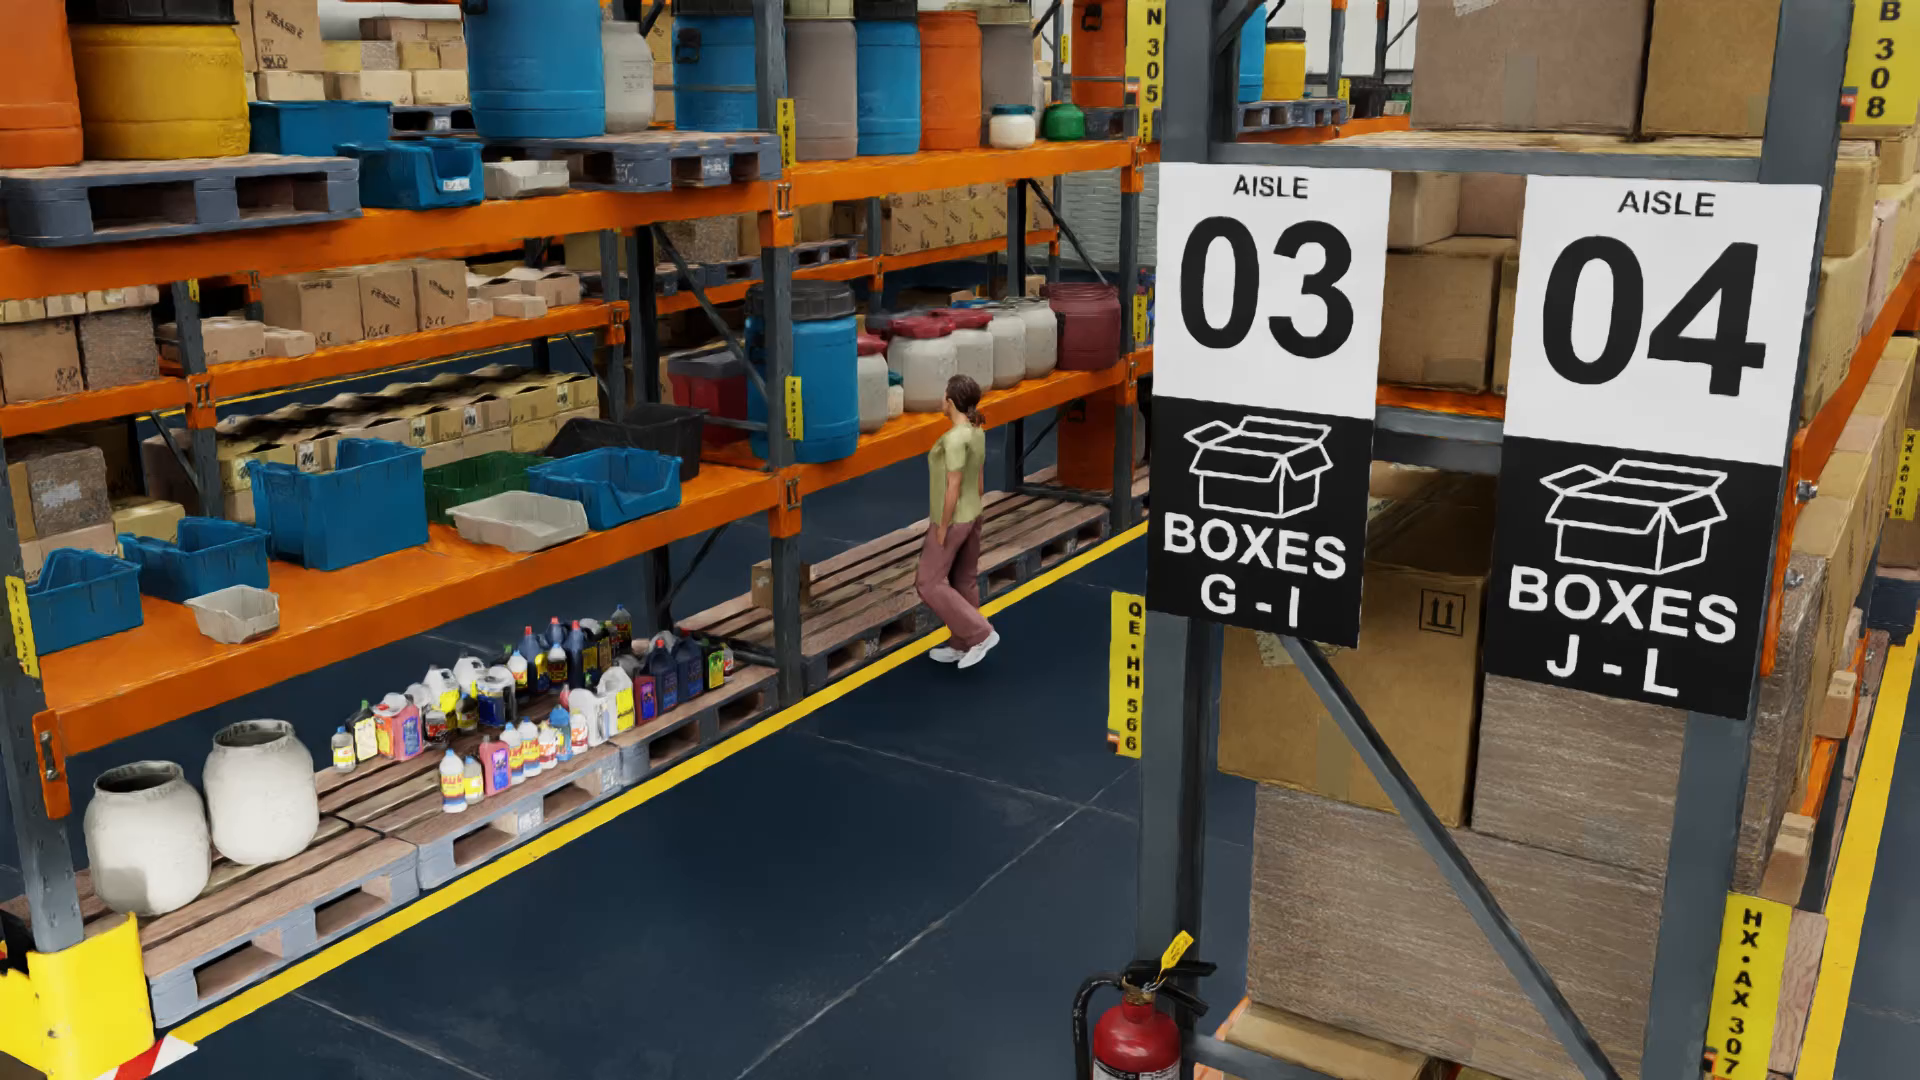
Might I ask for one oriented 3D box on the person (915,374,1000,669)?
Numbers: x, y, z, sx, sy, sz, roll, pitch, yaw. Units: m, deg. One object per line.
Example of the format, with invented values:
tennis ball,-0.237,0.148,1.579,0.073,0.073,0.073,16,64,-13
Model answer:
person,0.022,-0.085,9.283,0.468,1.674,0.489,6,17,20
